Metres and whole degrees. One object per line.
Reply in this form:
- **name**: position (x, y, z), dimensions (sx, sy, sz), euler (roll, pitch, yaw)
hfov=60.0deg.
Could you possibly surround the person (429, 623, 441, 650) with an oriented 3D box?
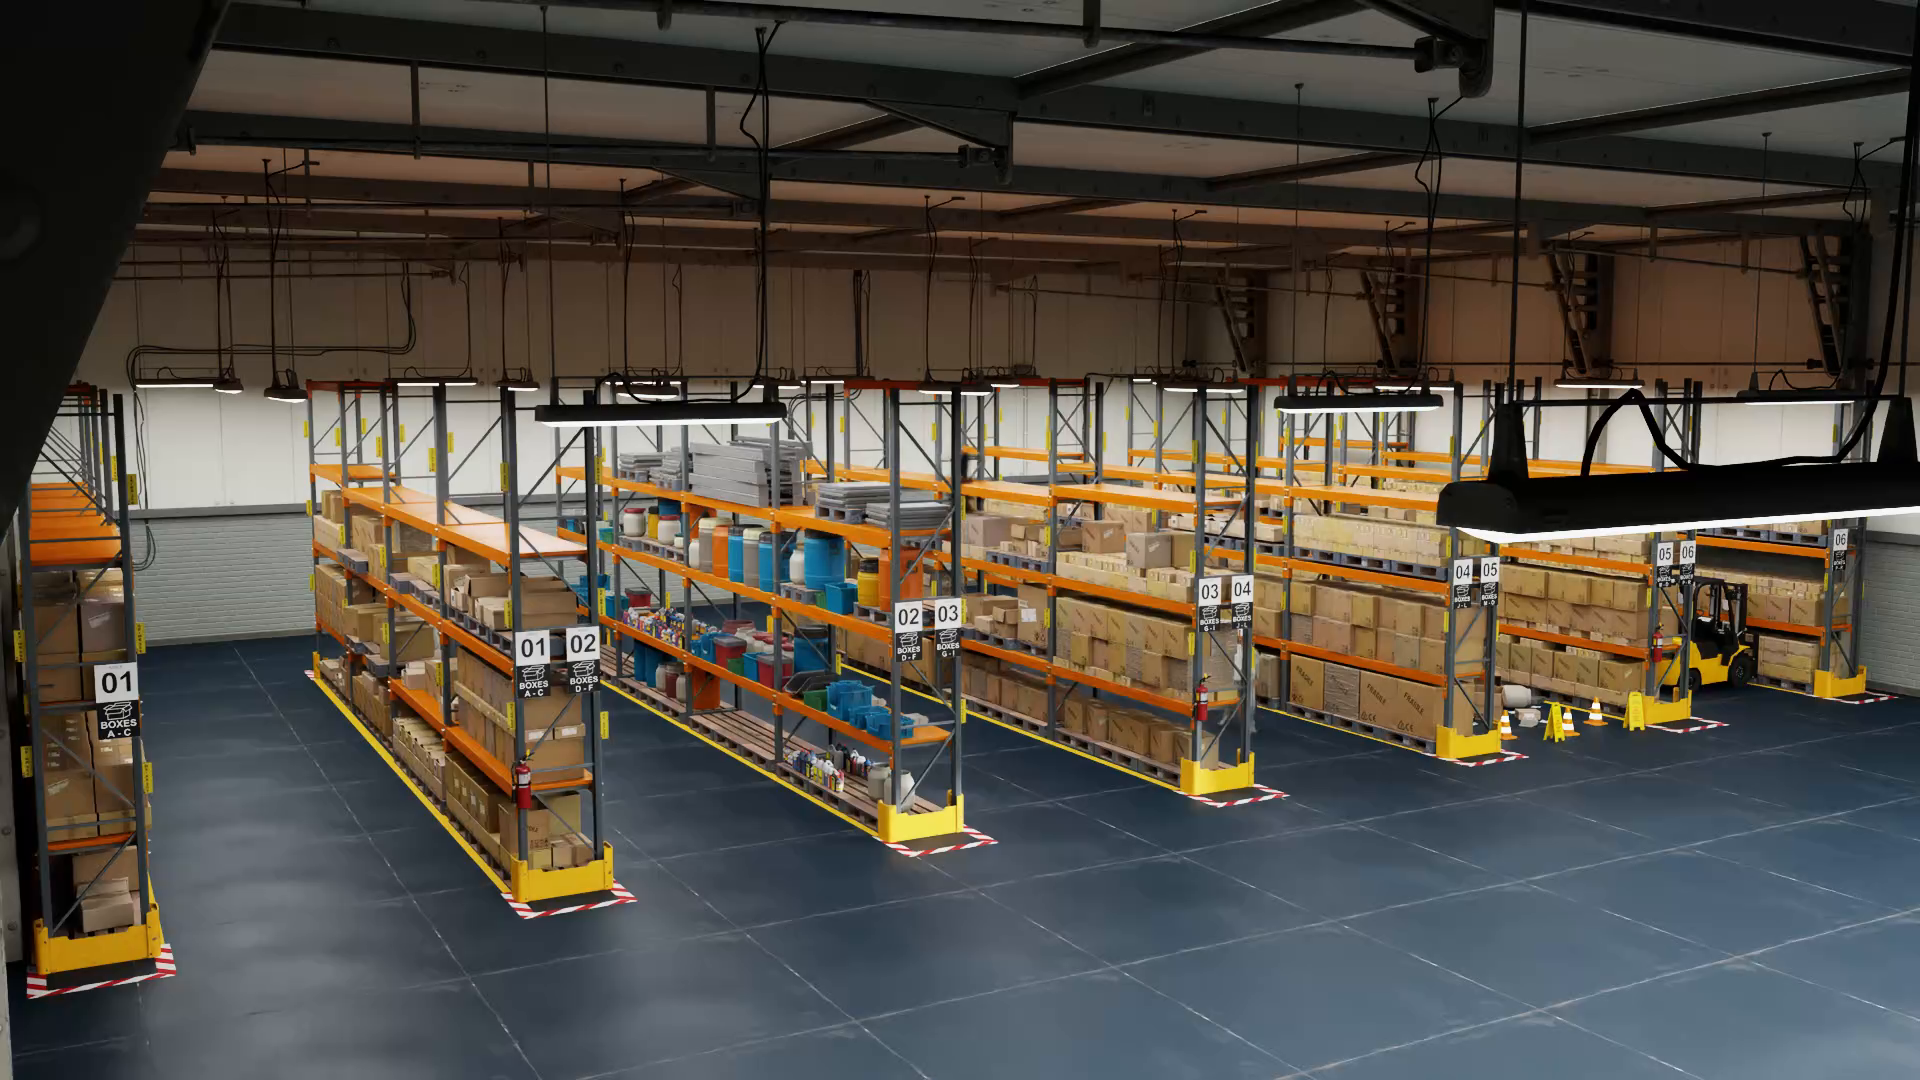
- **person**: position (-11.014, 1.861, 34.417), dimensions (0.897, 1.669, 0.621), euler (4, 7, 36)

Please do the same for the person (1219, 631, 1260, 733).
- **person**: position (4.847, 2.410, 28.774), dimensions (0.700, 1.762, 0.762), euler (0, 6, -3)

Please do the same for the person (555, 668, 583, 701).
- **person**: position (-6.906, 2.395, 29.162), dimensions (0.907, 1.659, 0.681), euler (6, 9, 45)

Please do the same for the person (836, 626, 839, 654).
- **person**: position (-2.540, 2.336, 30.307), dimensions (0.960, 1.639, 0.599), euler (5, 8, 40)
